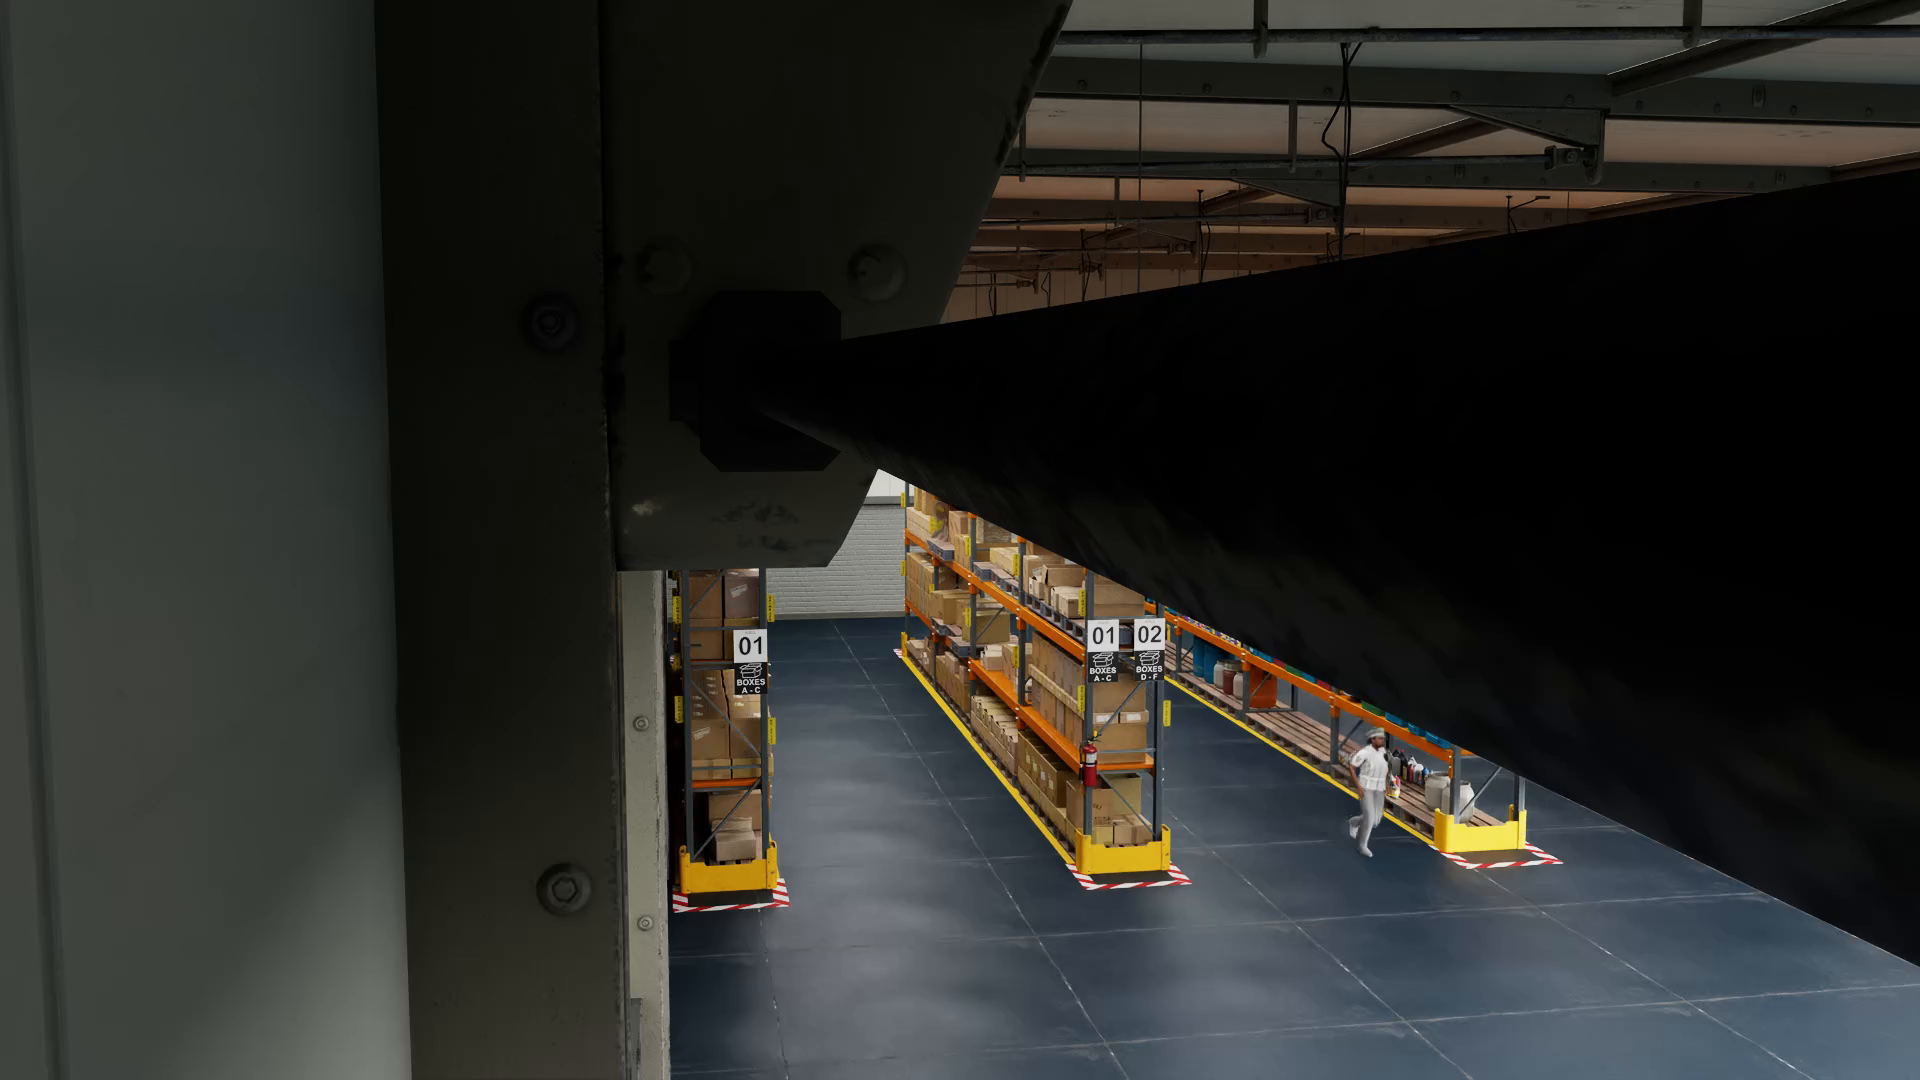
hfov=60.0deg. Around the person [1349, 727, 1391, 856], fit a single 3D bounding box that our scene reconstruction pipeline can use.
[{"bbox_3d":[5.380,3.271,21.856,0.613,1.659,0.588,-3,7,-25],"label":"person"}]
